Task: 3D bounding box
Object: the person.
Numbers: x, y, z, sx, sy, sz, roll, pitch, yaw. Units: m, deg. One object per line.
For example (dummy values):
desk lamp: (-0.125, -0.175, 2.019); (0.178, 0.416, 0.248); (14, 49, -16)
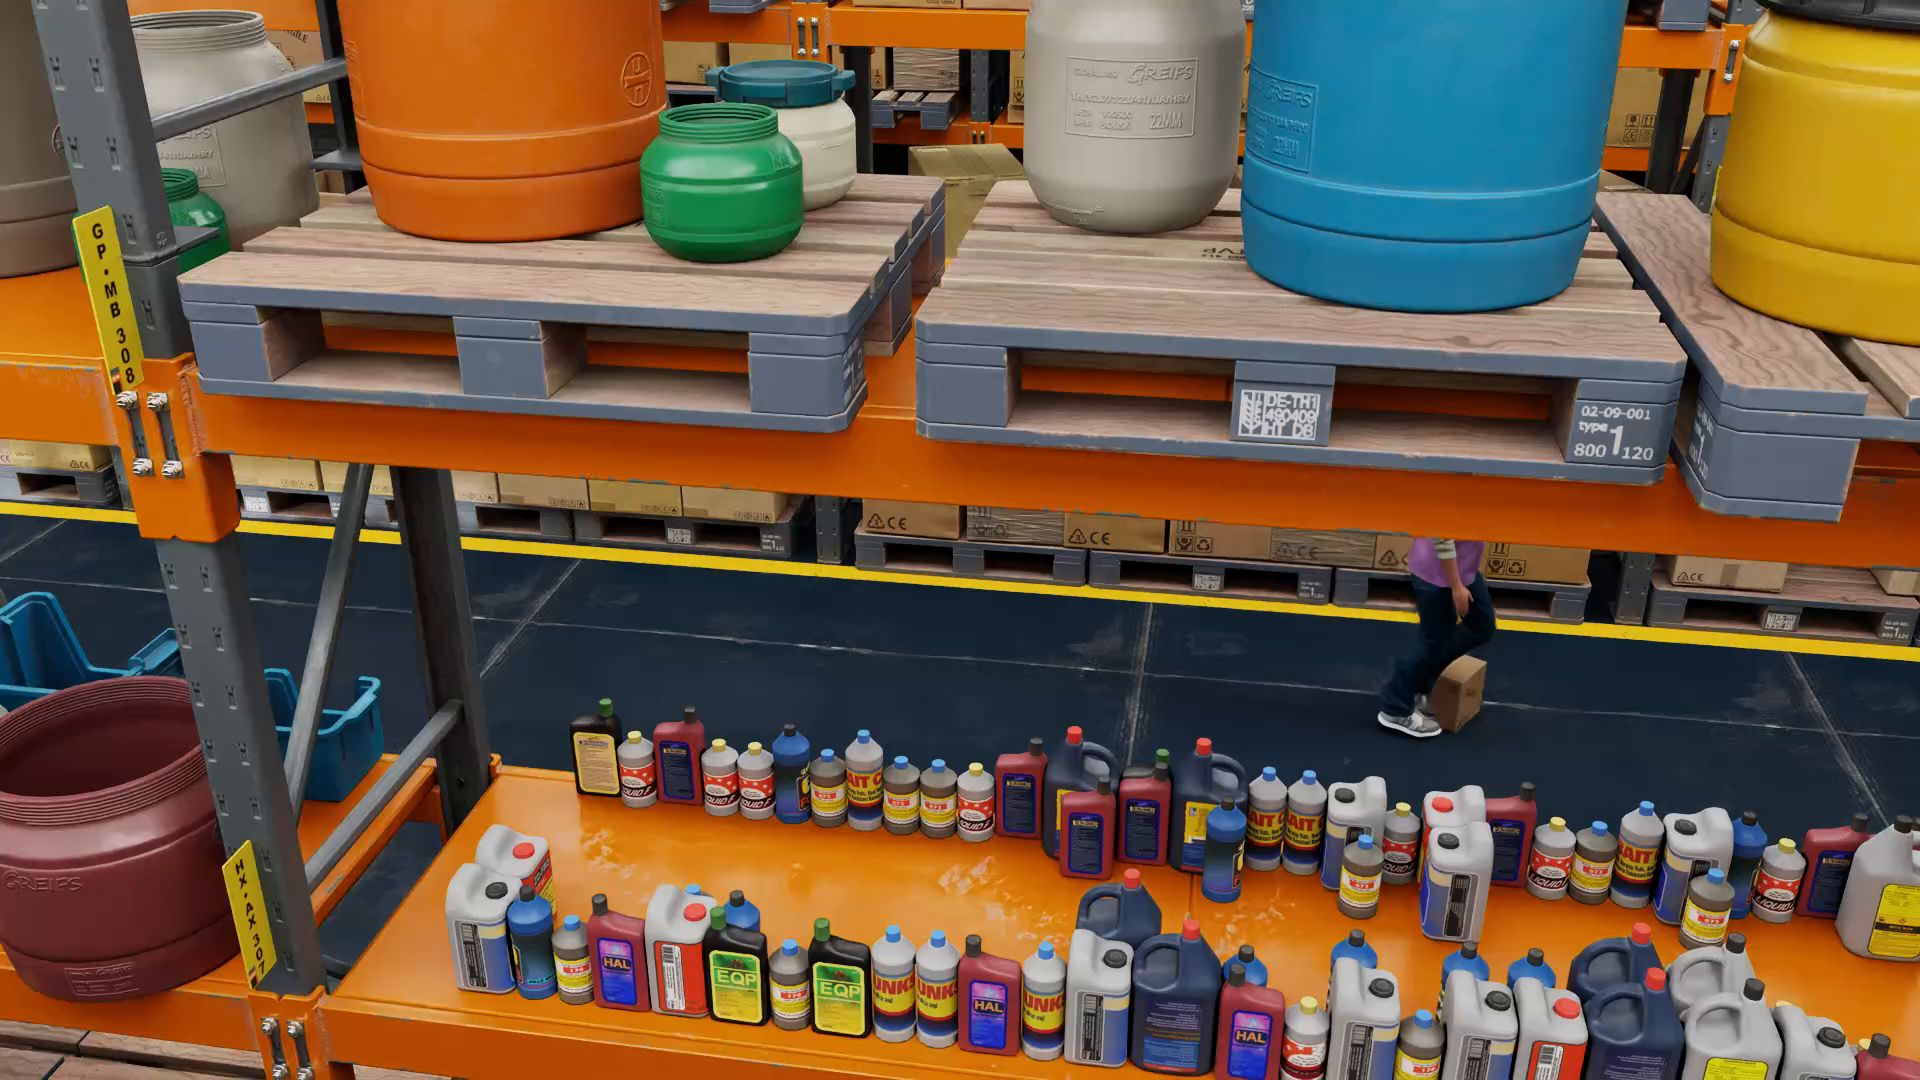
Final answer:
person: (1.999, 0.137, 6.821); (0.444, 1.577, 0.479); (9, 27, 18)
